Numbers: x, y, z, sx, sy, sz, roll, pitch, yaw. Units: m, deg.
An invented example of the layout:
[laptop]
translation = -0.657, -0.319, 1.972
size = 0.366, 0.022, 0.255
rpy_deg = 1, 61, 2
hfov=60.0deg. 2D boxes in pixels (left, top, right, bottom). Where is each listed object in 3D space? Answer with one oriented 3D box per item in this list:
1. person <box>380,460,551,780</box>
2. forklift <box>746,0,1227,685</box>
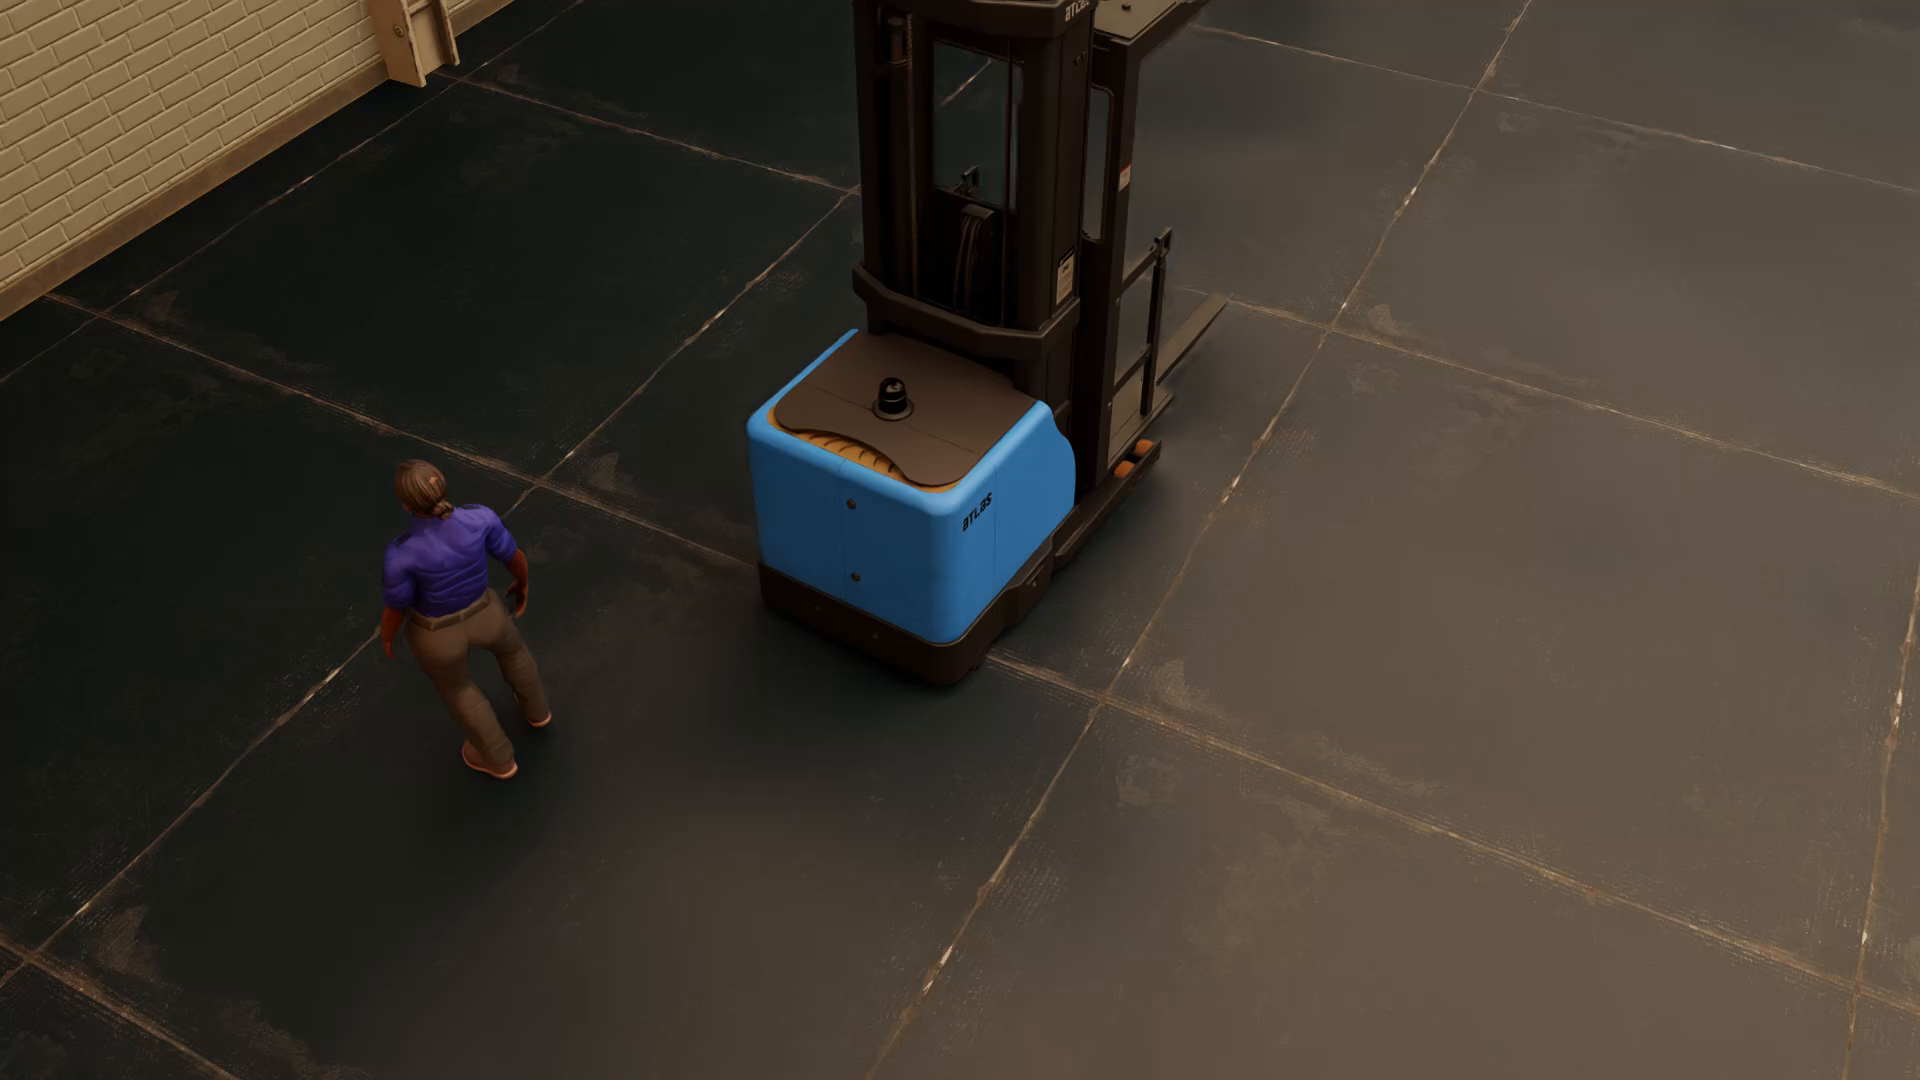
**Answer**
[person]
translation = -1.921, 0.263, 6.336
size = 0.602, 1.646, 0.501
rpy_deg = -29, 51, -27
[forklift]
translation = 0.325, -1.442, 7.185
size = 1.130, 2.935, 3.031
rpy_deg = 24, 48, 23
